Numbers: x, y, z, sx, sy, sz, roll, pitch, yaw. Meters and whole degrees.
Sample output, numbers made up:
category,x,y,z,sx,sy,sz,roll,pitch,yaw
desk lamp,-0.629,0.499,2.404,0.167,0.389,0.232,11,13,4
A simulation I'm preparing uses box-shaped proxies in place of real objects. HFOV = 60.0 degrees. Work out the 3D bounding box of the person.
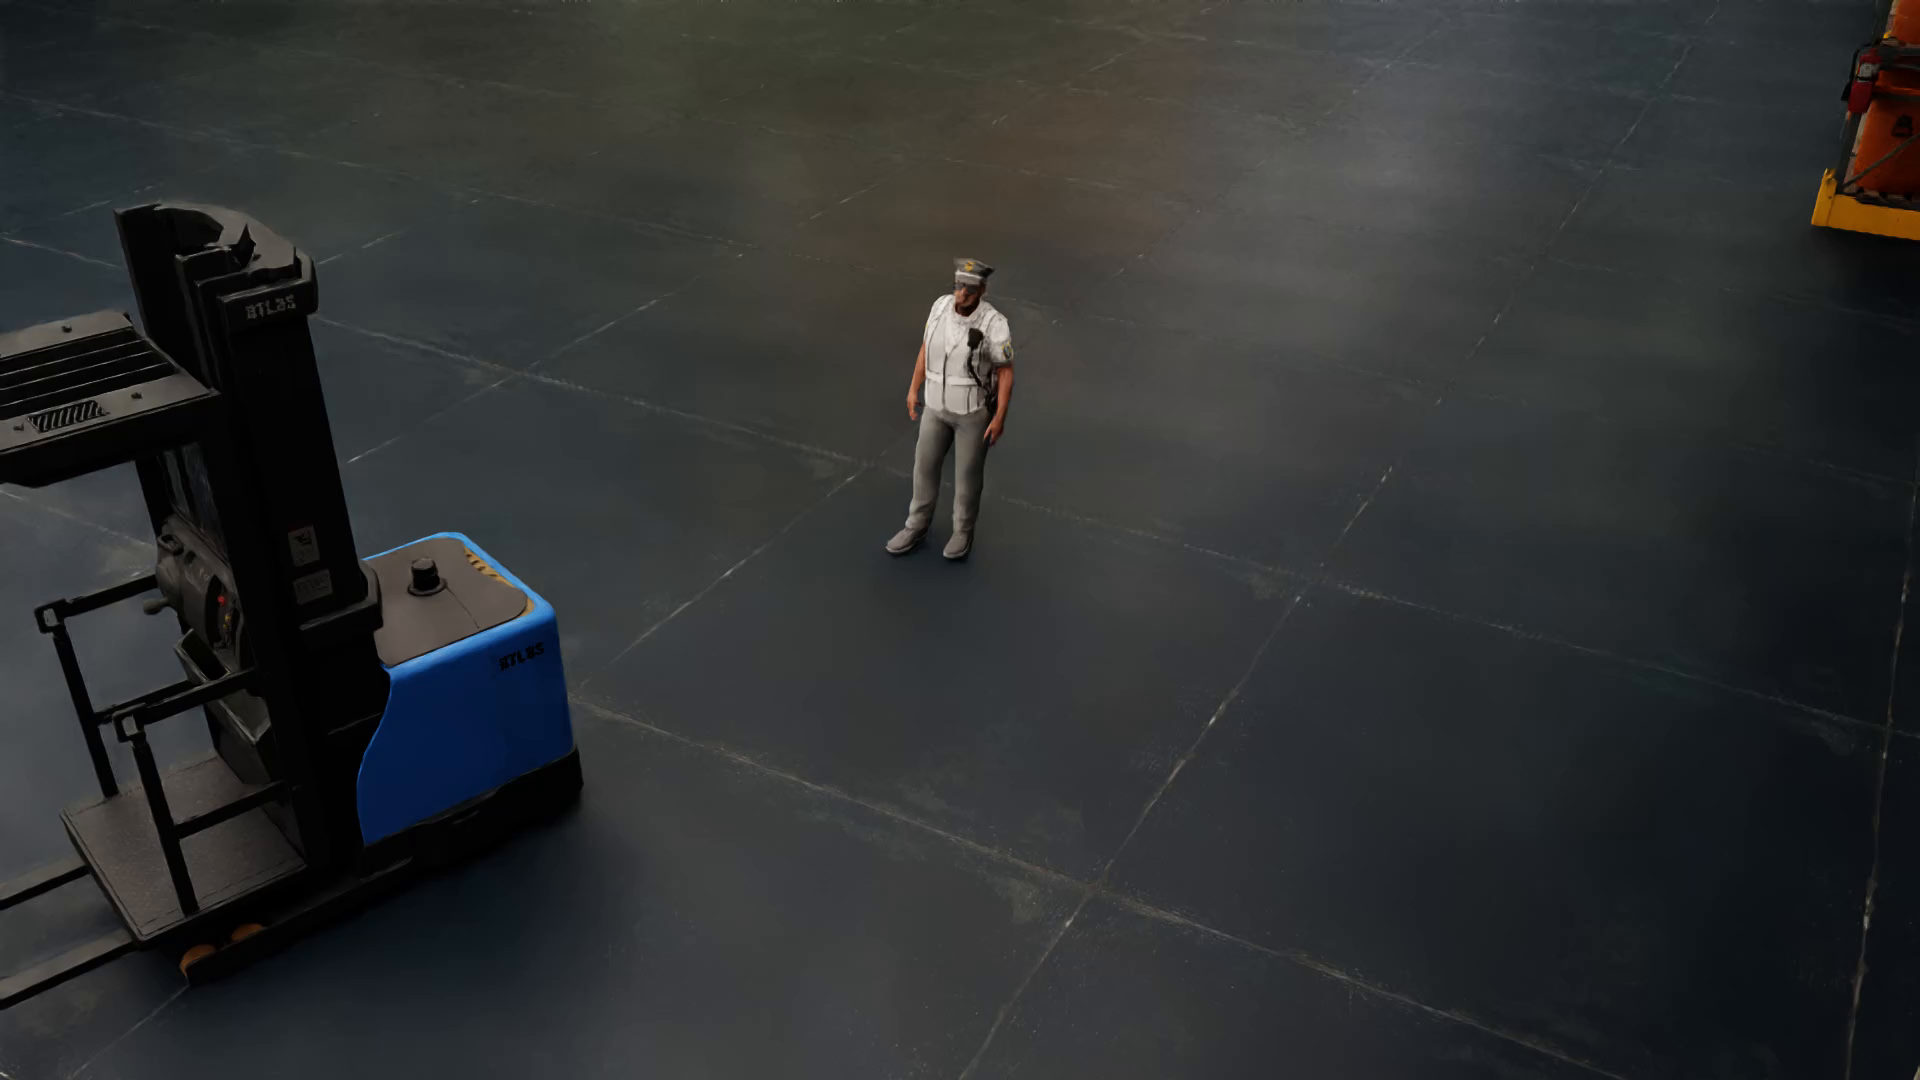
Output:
category,x,y,z,sx,sy,sz,roll,pitch,yaw
person,-0.048,-0.746,9.500,0.640,1.778,0.574,15,33,25

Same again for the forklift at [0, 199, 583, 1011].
category,x,y,z,sx,sy,sz,roll,pitch,yaw
forklift,-3.223,0.262,6.616,3.031,2.935,1.130,-24,37,-35
